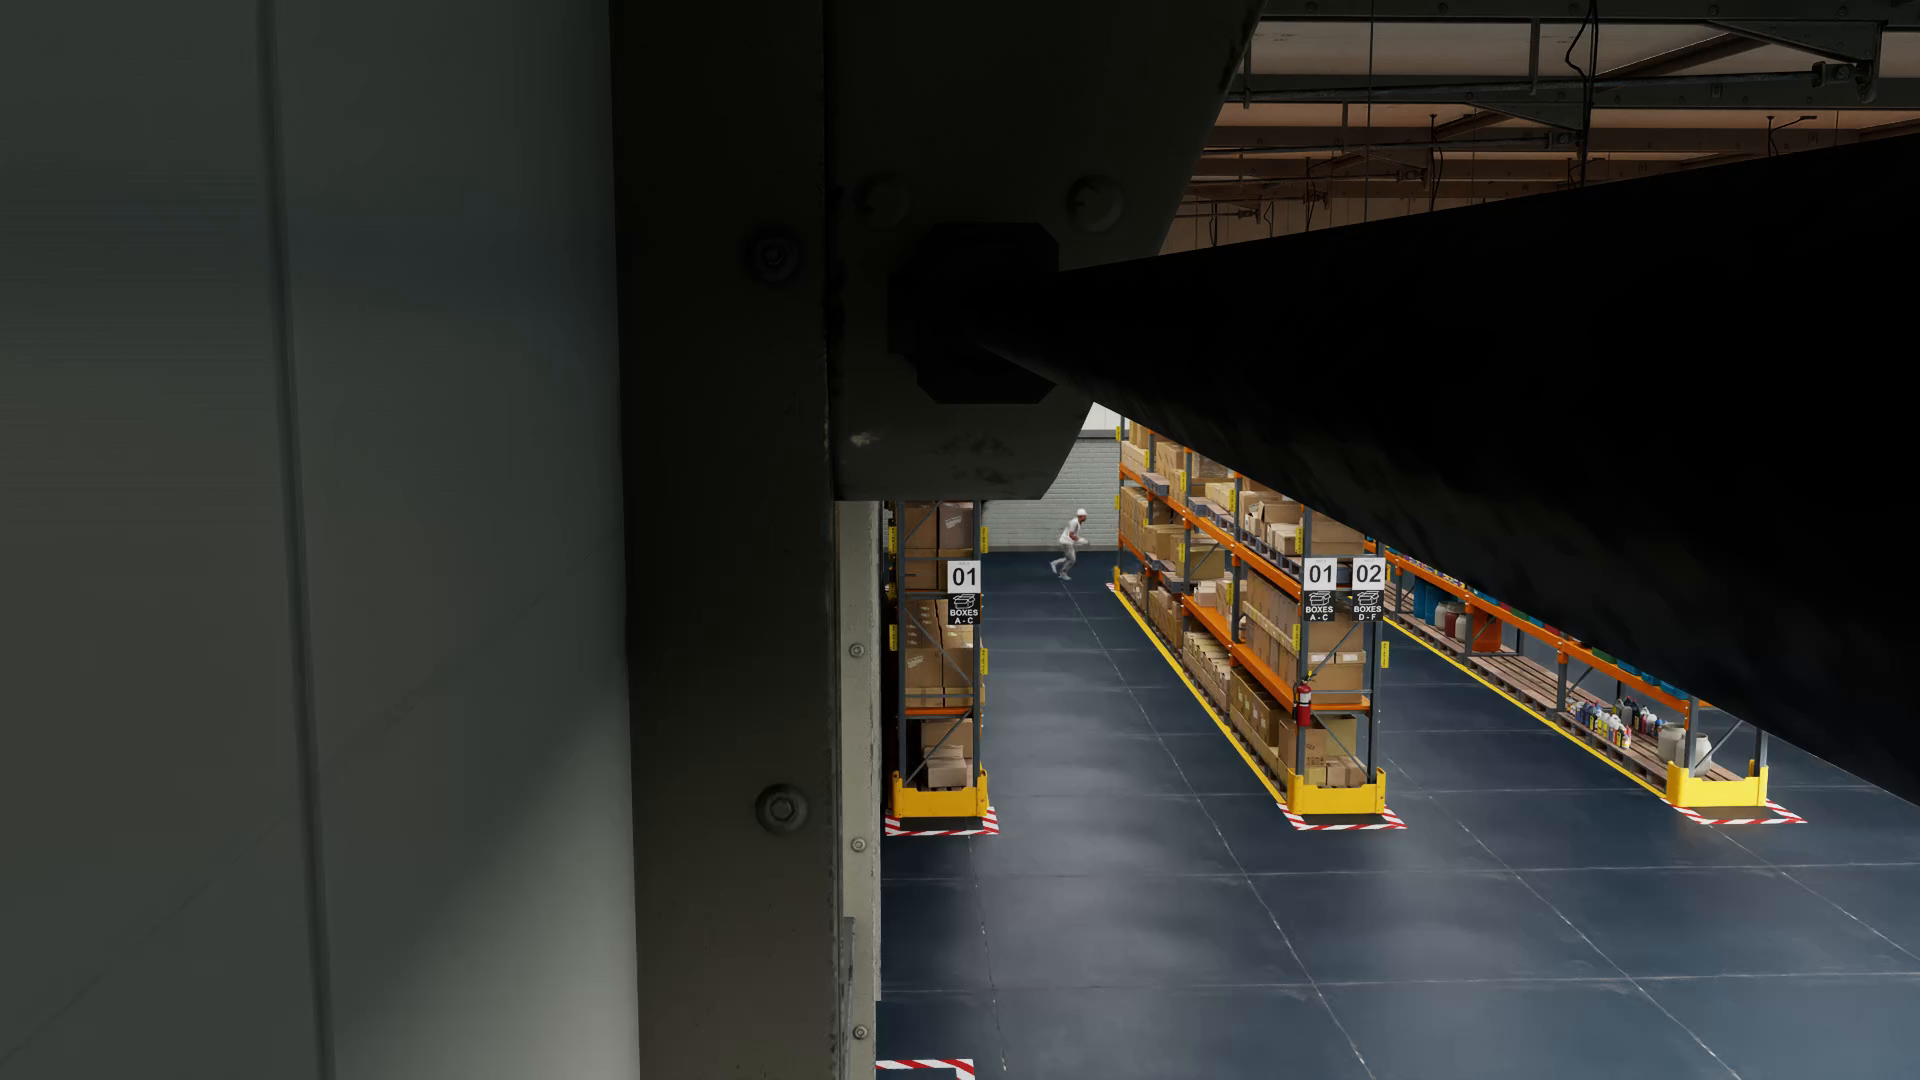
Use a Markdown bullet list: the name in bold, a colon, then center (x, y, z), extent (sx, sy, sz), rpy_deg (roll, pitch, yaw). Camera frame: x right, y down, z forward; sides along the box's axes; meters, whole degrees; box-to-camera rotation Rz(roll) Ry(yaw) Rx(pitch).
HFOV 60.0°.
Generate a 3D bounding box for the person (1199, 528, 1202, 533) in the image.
- **person**: center (5.171, 0.188, 37.053), extent (0.541, 1.671, 0.760), rpy_deg (7, 11, 39)

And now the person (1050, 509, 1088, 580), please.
- **person**: center (2.485, 0.093, 37.860), extent (0.858, 1.629, 0.710), rpy_deg (1, 8, 8)
